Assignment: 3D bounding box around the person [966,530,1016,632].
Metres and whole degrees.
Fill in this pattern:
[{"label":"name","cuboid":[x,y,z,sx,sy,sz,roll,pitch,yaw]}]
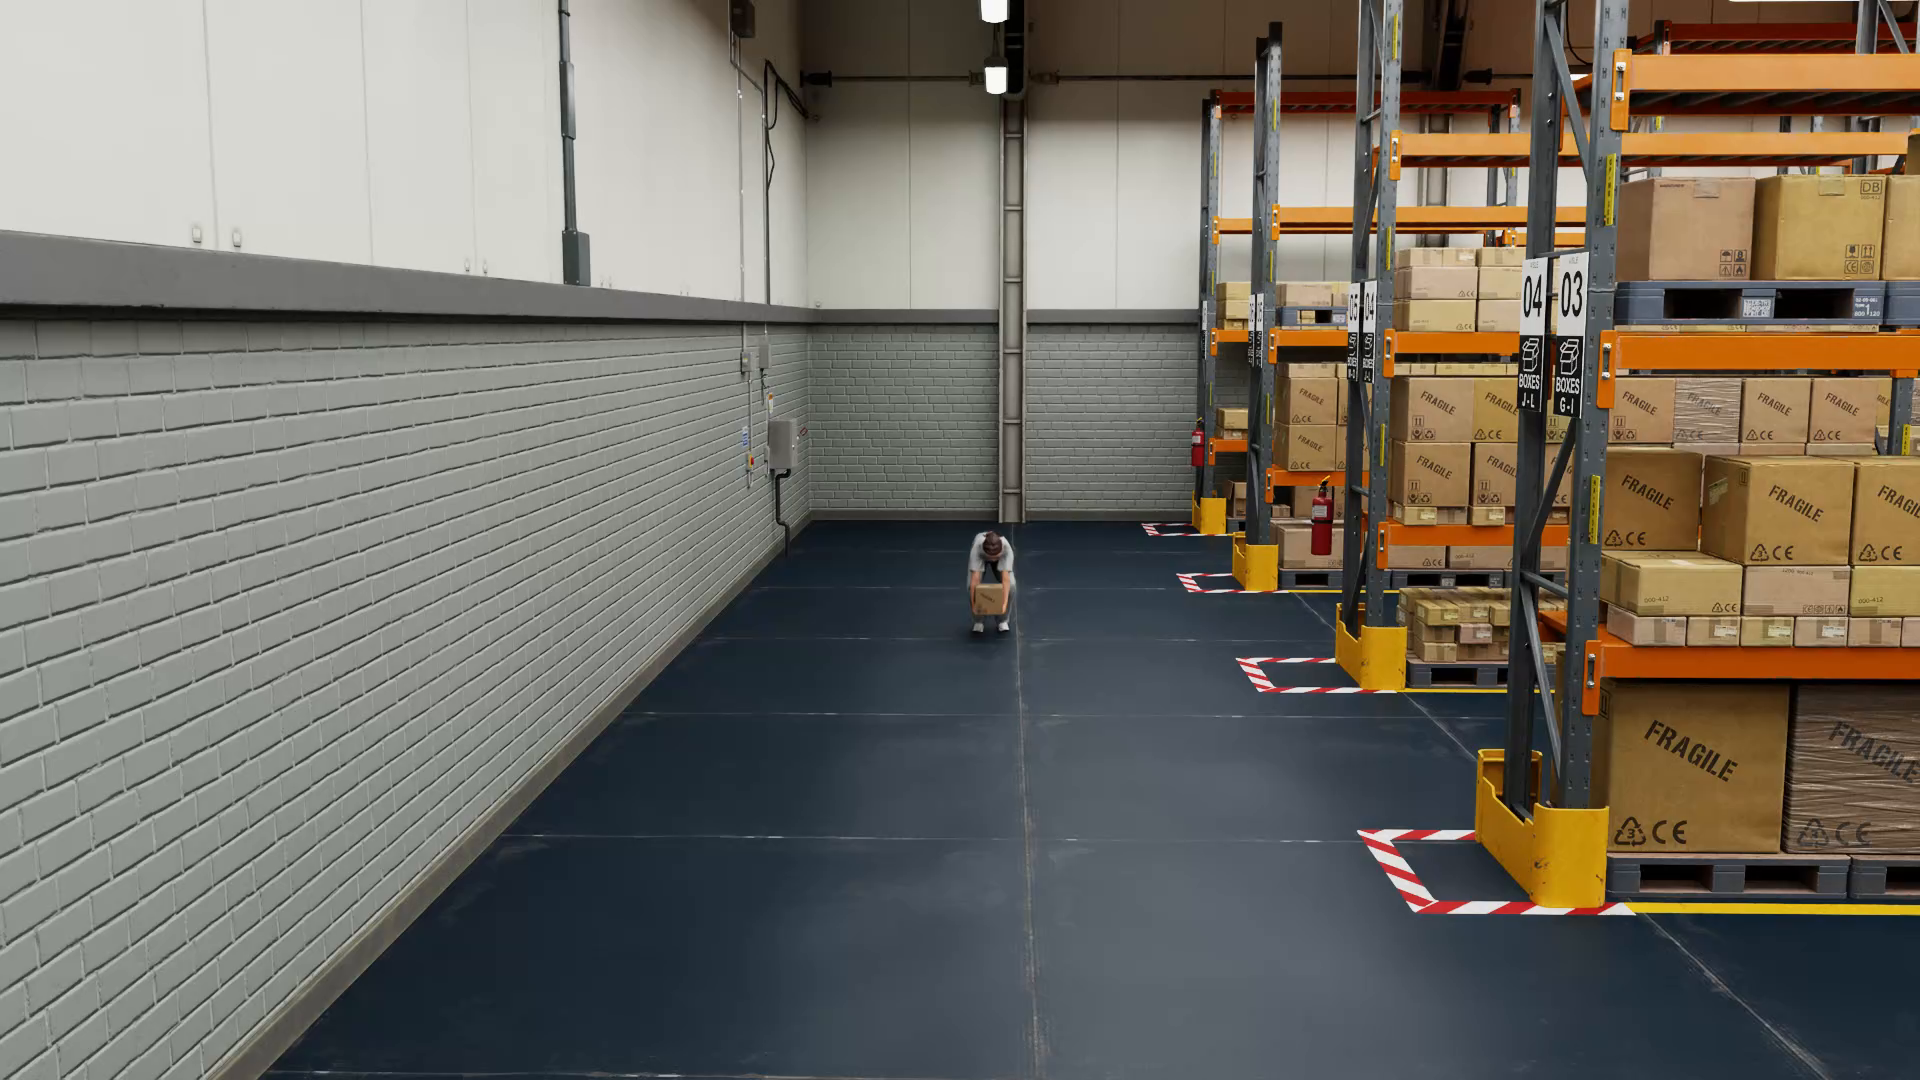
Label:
[{"label":"person","cuboid":[0.289,0.376,15.524,0.466,0.995,0.866,0,7,-2]}]
